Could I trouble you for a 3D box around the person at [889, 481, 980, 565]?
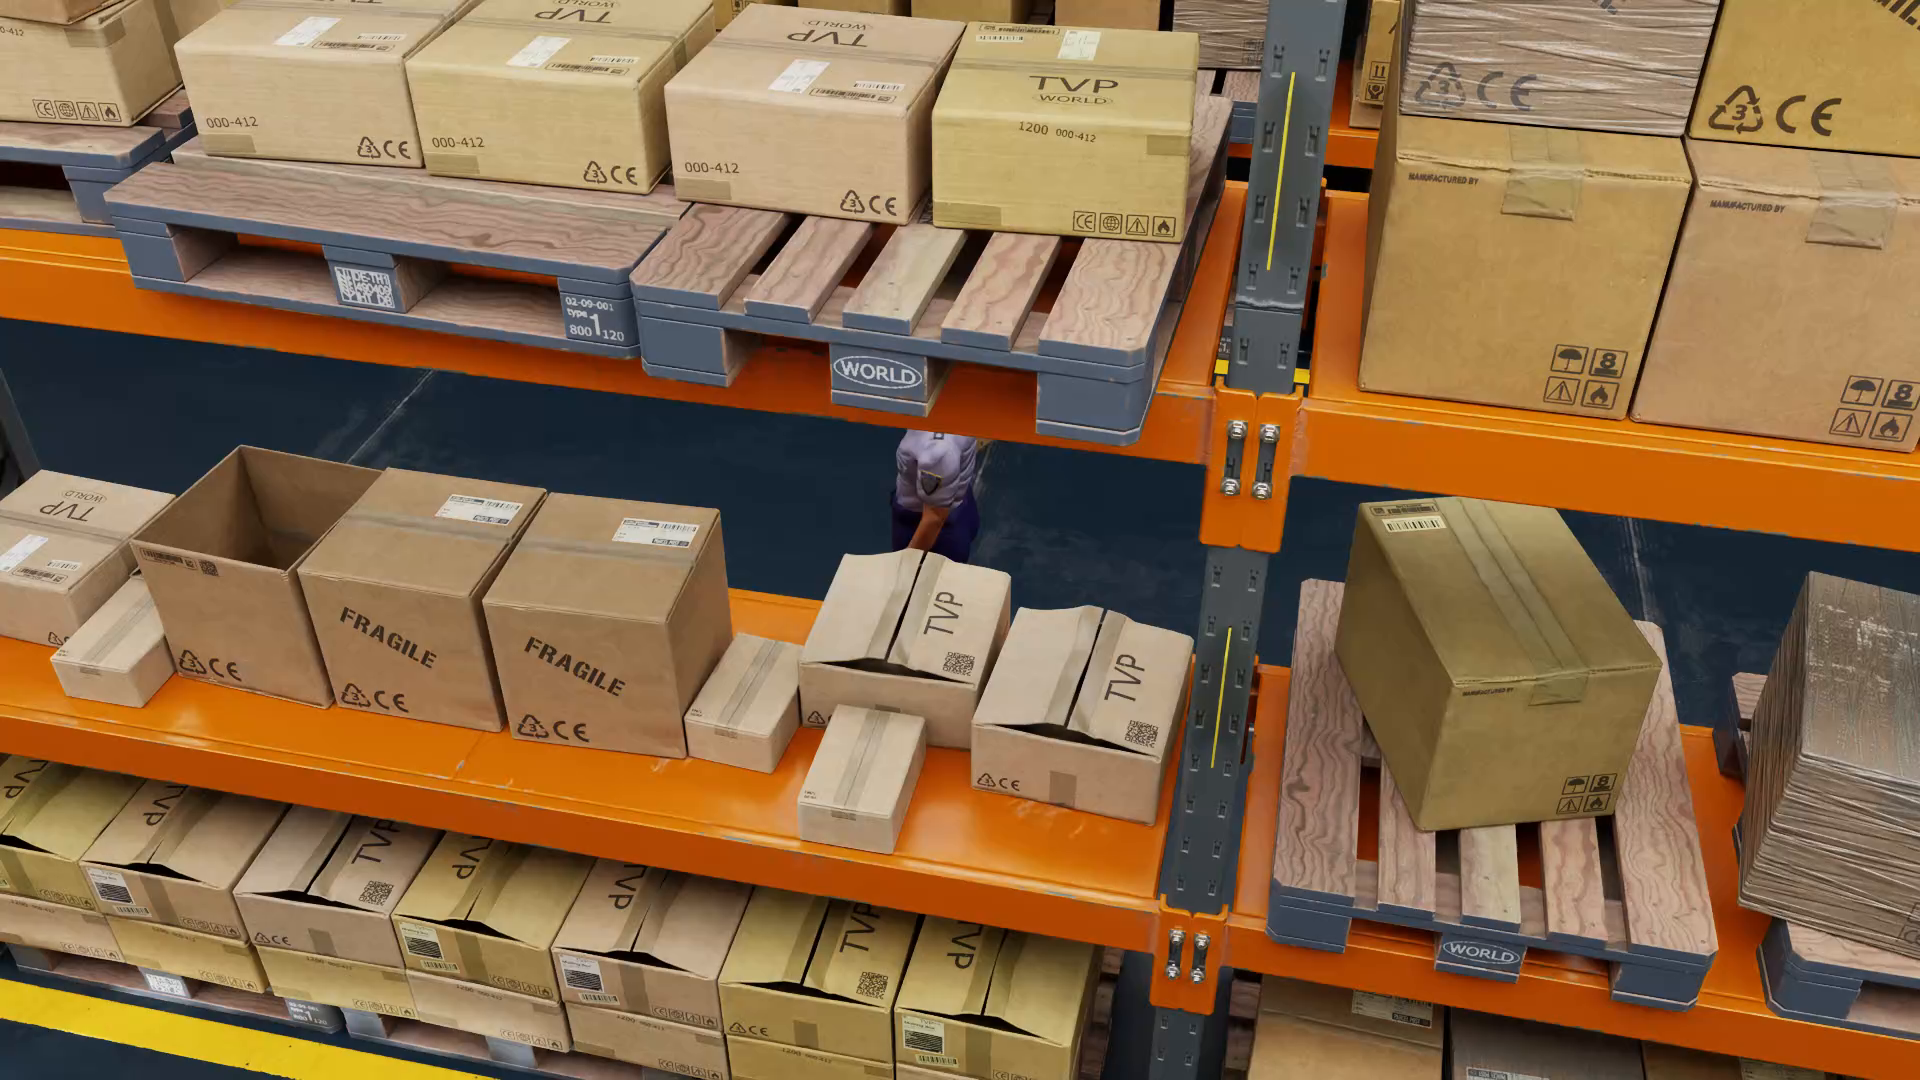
[{"bbox_3d":[-0.177,0.171,6.432,0.501,1.034,0.525,7,37,9],"label":"person"}]
